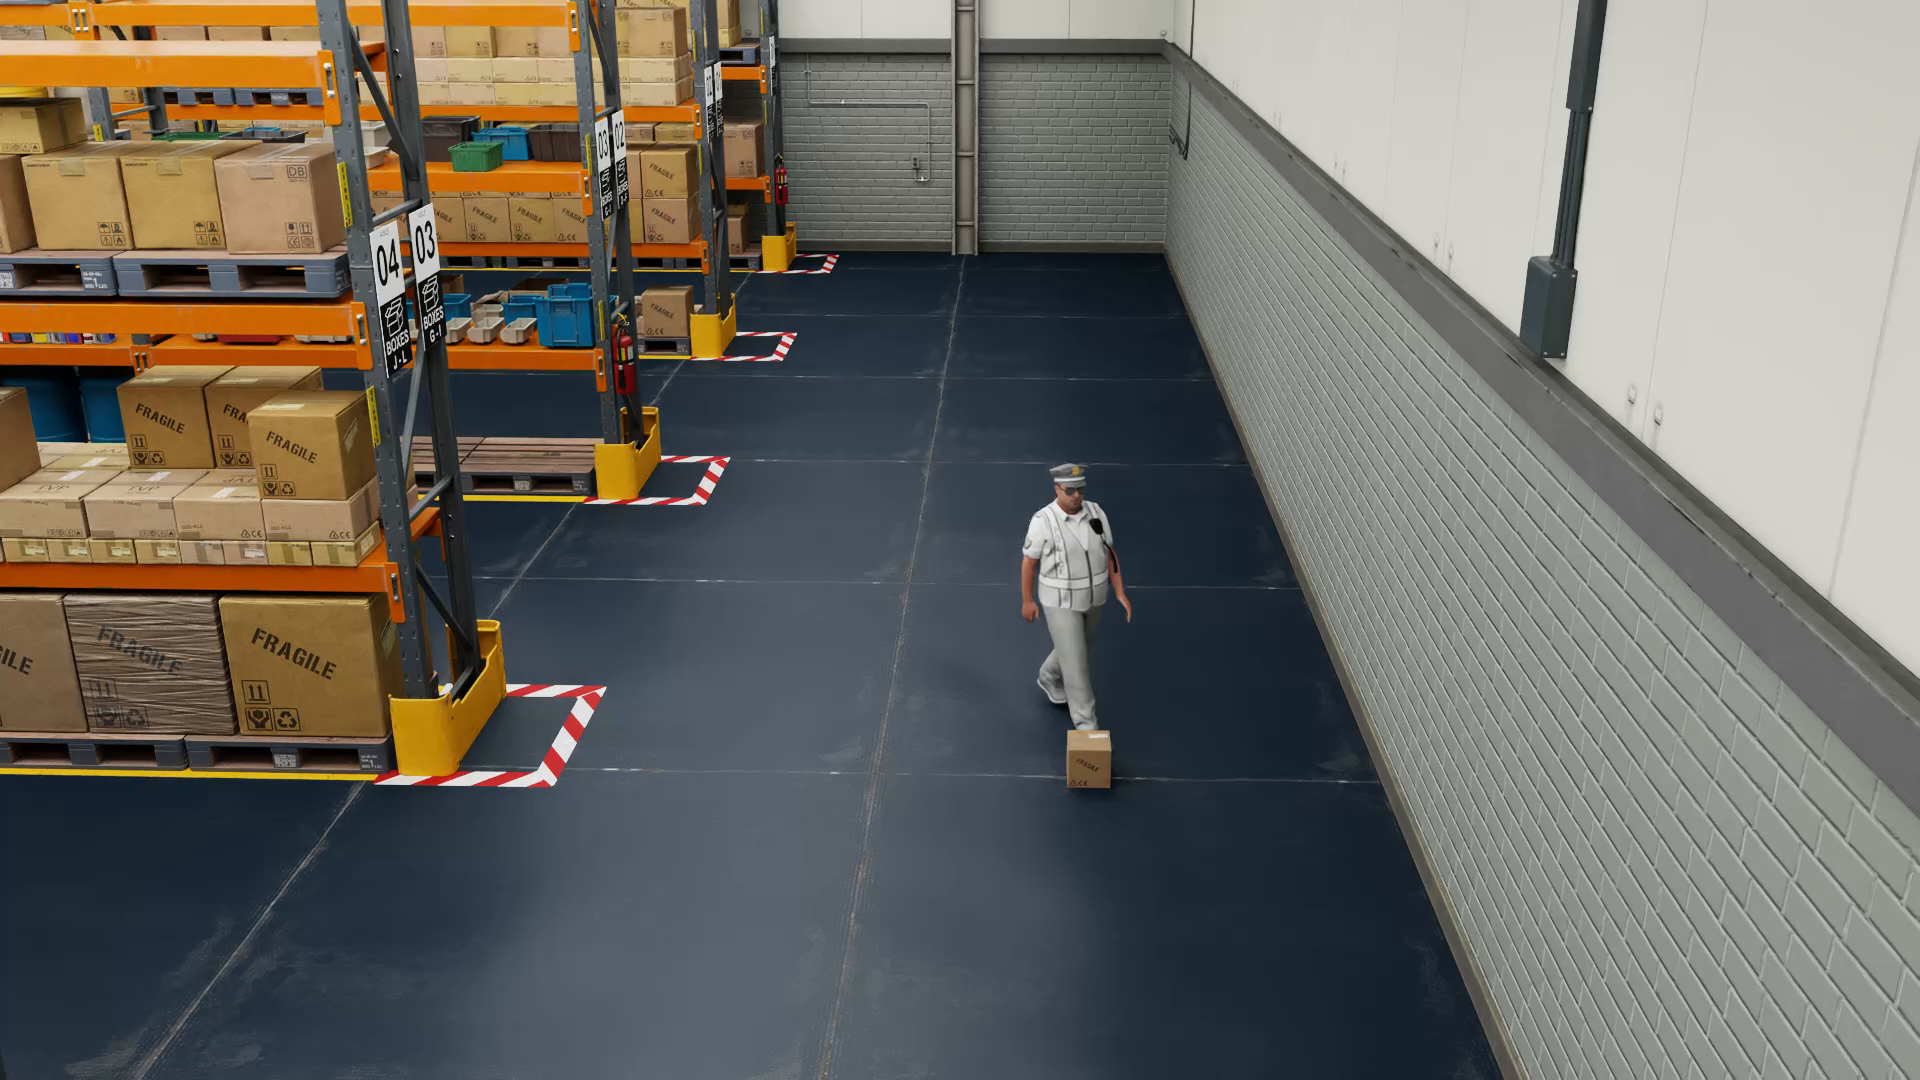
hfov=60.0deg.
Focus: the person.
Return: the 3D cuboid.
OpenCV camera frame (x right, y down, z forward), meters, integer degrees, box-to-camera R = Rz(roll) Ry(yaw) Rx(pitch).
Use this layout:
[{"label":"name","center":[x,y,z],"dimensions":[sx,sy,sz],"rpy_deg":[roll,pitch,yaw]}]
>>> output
[{"label":"person","center":[0.735,0.364,10.102],"dimensions":[0.544,1.708,1.071],"rpy_deg":[-13,24,-31]}]
